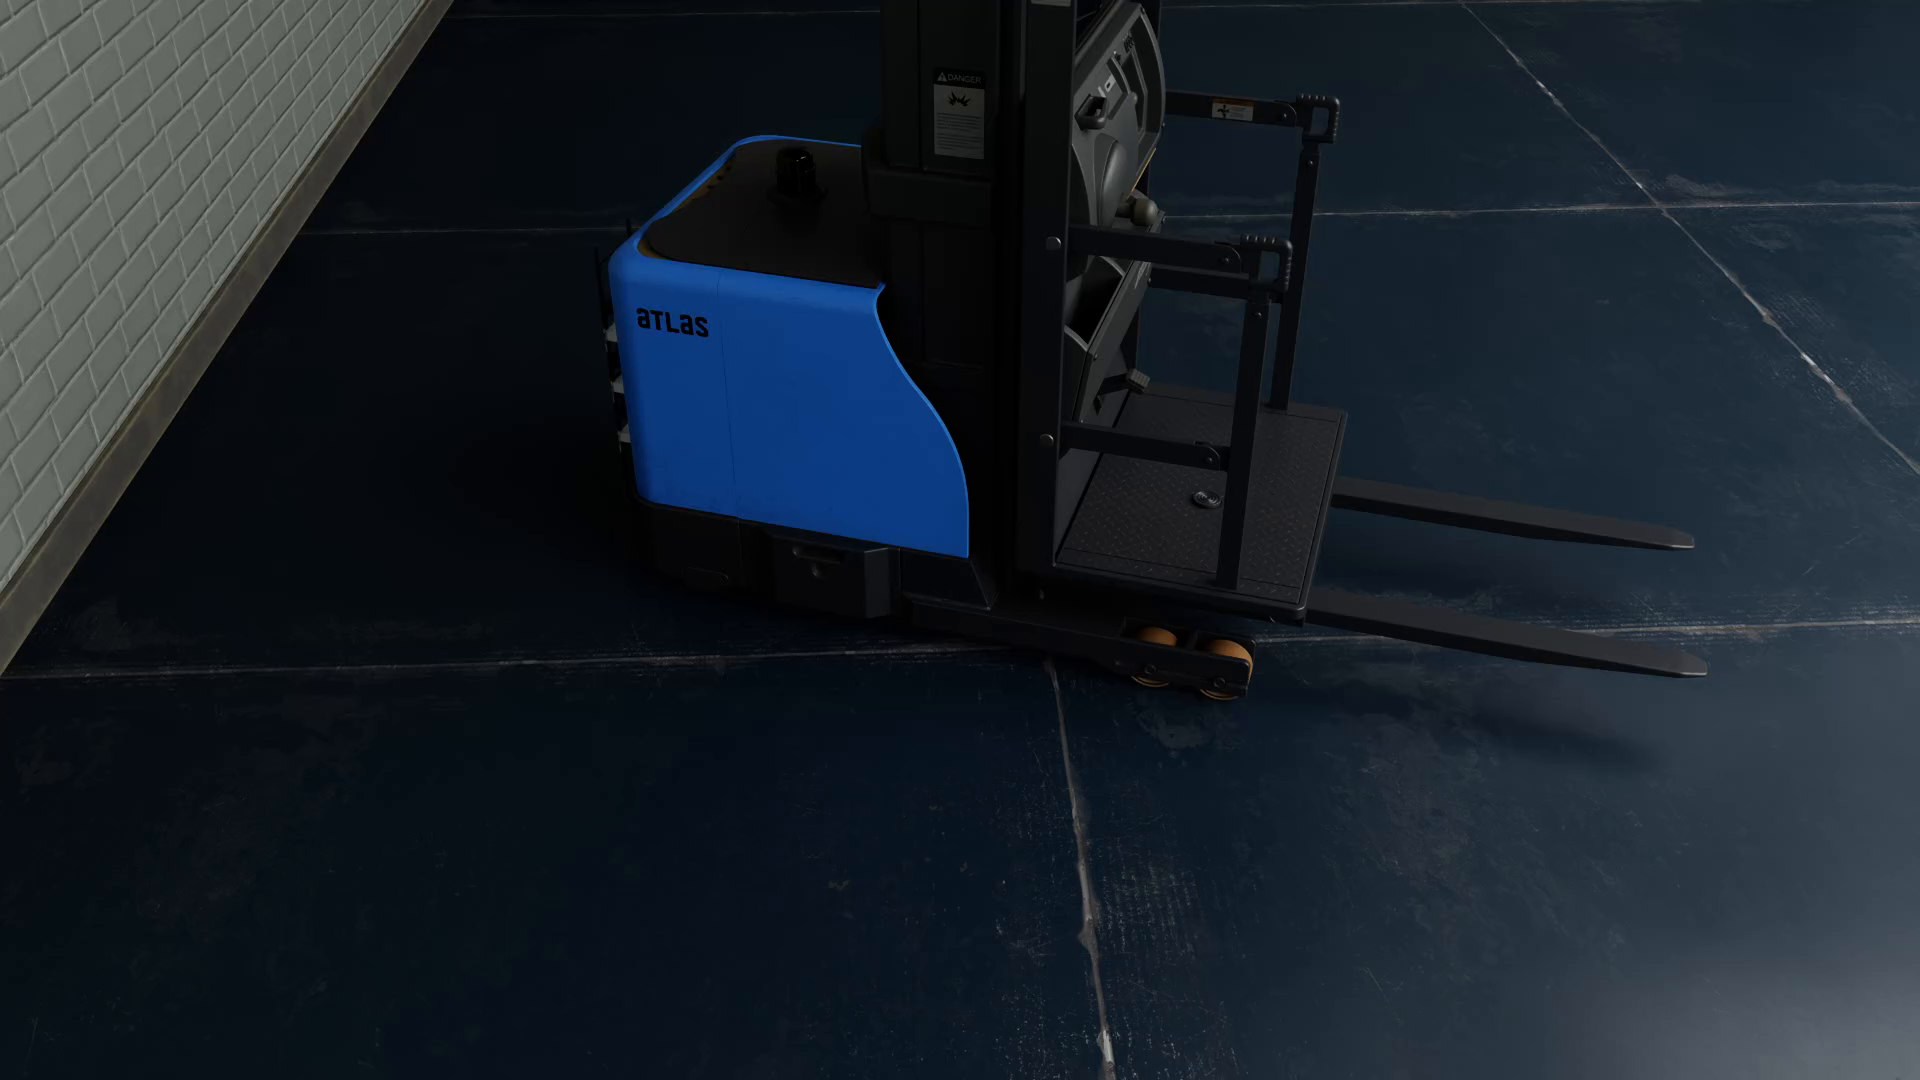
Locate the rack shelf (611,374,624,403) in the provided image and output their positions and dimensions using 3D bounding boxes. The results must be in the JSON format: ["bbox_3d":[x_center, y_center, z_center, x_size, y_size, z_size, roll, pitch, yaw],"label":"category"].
[{"bbox_3d":[-0.953,-0.511,5.256,0.200,0.077,0.258,10,36,14],"label":"rack shelf"}]

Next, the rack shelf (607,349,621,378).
[{"bbox_3d":[-0.953,-0.585,5.205,0.200,0.077,0.258,10,36,14],"label":"rack shelf"}]

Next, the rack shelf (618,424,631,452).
[{"bbox_3d":[-0.953,-0.363,5.359,0.200,0.077,0.258,10,36,14],"label":"rack shelf"}]

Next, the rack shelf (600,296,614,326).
[{"bbox_3d":[-0.953,-0.733,5.103,0.200,0.077,0.258,10,36,14],"label":"rack shelf"}]

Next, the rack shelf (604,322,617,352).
[{"bbox_3d":[-0.953,-0.659,5.154,0.200,0.077,0.258,10,36,14],"label":"rack shelf"}]

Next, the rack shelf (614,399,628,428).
[{"bbox_3d":[-0.953,-0.437,5.308,0.200,0.077,0.258,10,36,14],"label":"rack shelf"}]

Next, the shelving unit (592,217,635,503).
[{"bbox_3d":[-0.953,-0.539,5.237,0.210,0.900,0.258,10,36,14],"label":"shelving unit"}]

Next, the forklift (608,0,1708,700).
[{"bbox_3d":[0.603,-1.101,4.265,3.031,2.935,1.130,10,36,14],"label":"forklift"}]

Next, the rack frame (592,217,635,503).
[{"bbox_3d":[-1.050,-0.555,5.262,0.006,0.900,0.240,10,36,14],"label":"rack frame"}]
